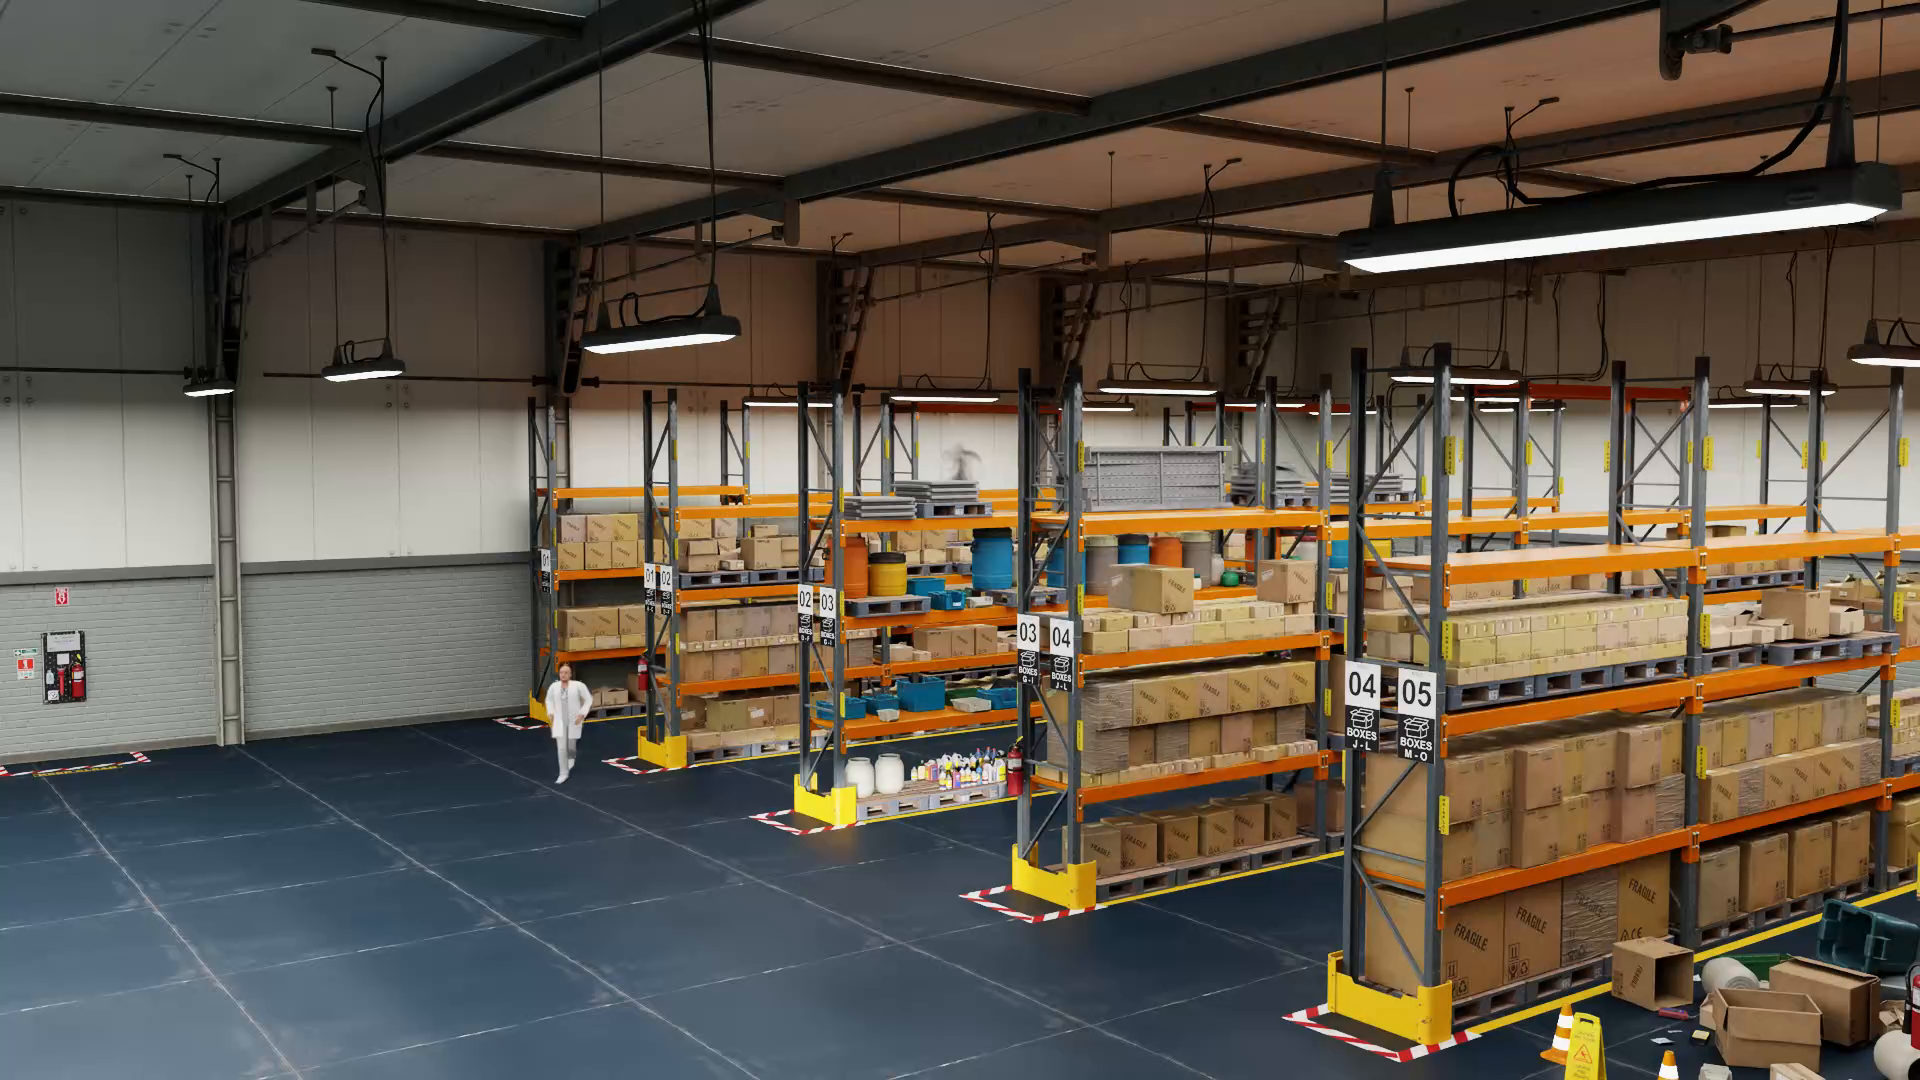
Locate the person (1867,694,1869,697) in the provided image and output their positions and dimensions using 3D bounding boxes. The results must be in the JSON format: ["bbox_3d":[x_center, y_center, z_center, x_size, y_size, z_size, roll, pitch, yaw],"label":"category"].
[{"bbox_3d":[12.702,2.972,23.293,0.909,1.687,0.612,-2,4,-33],"label":"person"}]

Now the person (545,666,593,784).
[{"bbox_3d":[-5.988,2.793,25.486,0.727,1.772,0.753,0,3,-1],"label":"person"}]

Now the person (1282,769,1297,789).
[{"bbox_3d":[5.138,2.814,24.824,0.656,1.707,0.969,3,4,41],"label":"person"}]
